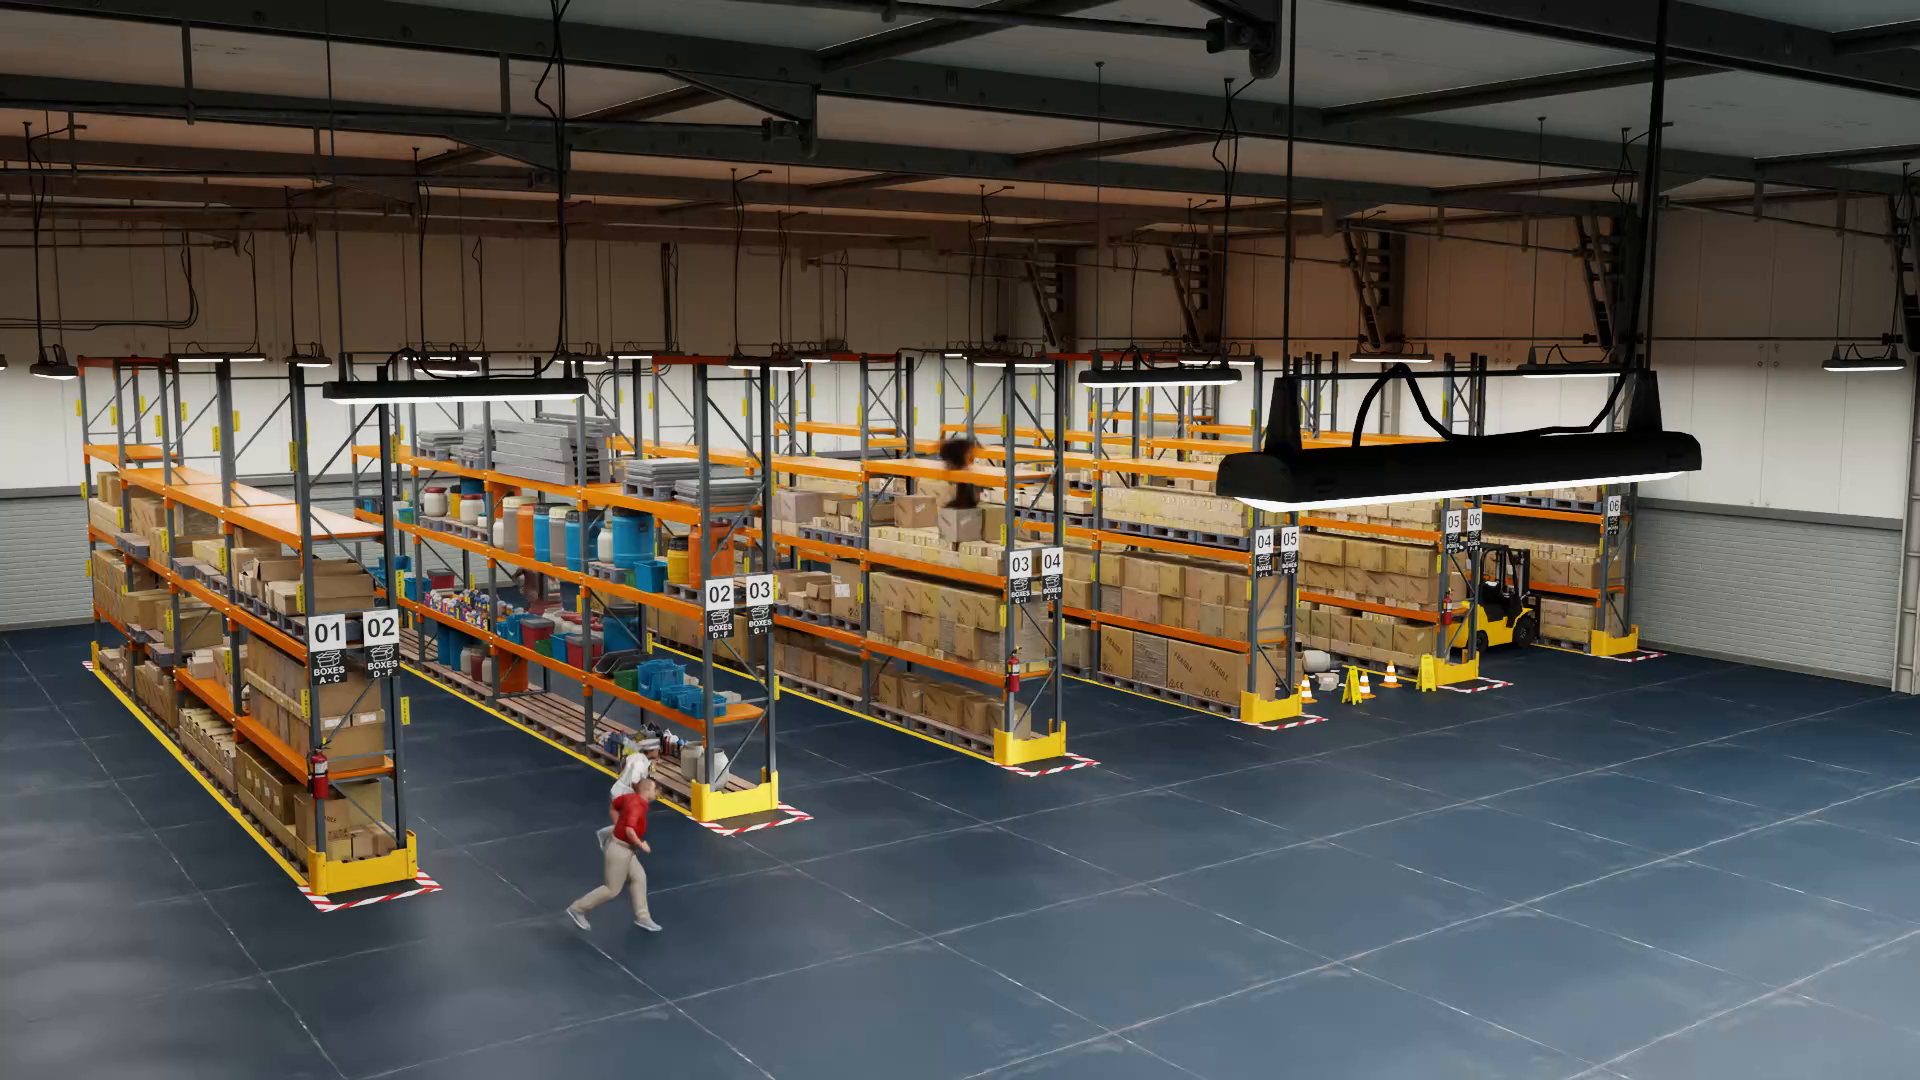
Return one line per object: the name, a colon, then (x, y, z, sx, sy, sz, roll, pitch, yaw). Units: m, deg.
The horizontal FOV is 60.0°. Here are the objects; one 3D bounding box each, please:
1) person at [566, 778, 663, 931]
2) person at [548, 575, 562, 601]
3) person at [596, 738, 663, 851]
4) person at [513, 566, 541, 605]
person: (-3.696, 3.398, 17.706, 1.011, 1.697, 0.692, -3, 7, -22)
person: (-8.559, 1.343, 34.785, 0.544, 1.567, 0.905, -6, 9, -42)
person: (-4.027, 3.157, 20.252, 0.802, 1.488, 0.584, -1, 7, -10)
person: (-9.113, 1.135, 35.625, 0.717, 1.752, 0.681, 5, 9, 37)
